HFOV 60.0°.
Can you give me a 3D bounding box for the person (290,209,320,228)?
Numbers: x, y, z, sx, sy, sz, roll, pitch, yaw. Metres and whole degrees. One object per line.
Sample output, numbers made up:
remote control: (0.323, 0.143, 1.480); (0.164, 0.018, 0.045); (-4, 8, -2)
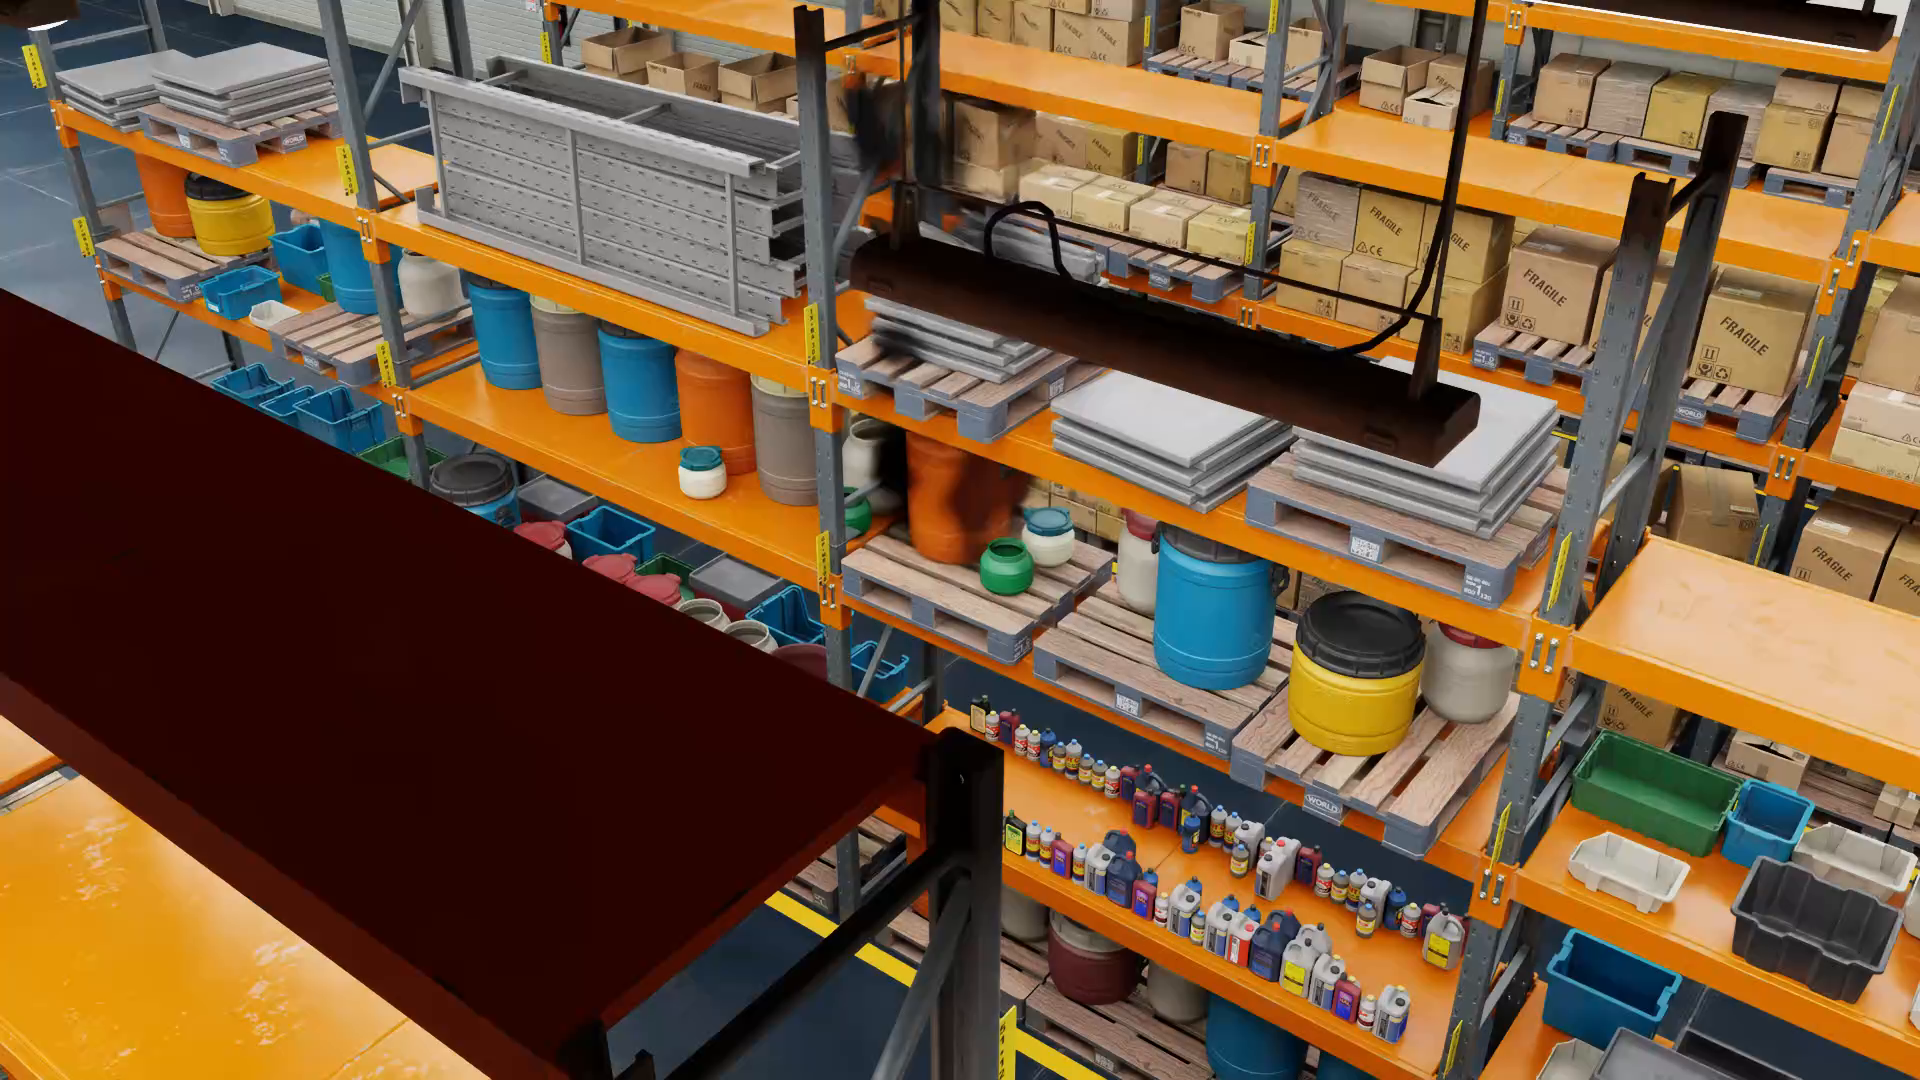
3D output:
person: (-6.786, -2.922, 18.495); (1.073, 1.743, 0.751); (-17, 35, -25)
